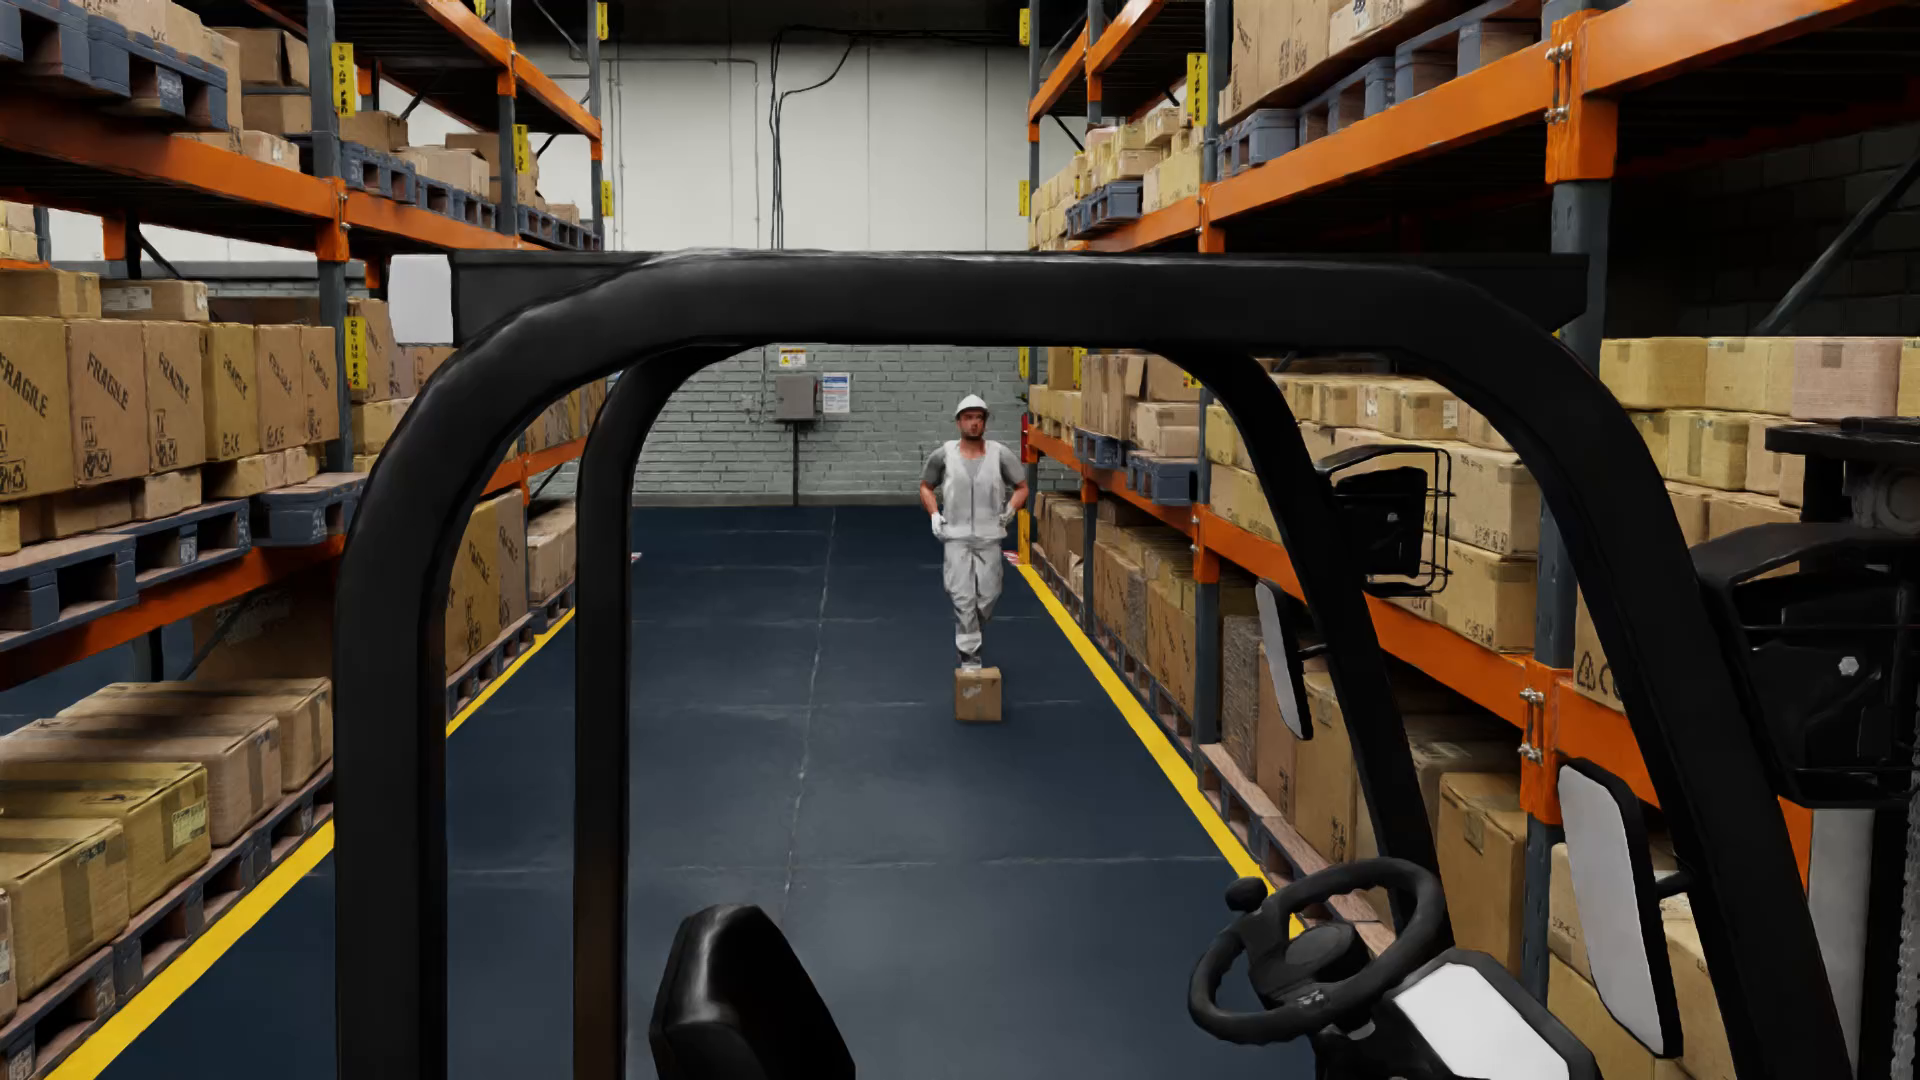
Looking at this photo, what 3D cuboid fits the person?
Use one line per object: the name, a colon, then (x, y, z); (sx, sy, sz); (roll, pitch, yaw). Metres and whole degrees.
person: (0.093, 0.008, 10.084); (0.669, 1.770, 0.772); (0, 7, -2)
